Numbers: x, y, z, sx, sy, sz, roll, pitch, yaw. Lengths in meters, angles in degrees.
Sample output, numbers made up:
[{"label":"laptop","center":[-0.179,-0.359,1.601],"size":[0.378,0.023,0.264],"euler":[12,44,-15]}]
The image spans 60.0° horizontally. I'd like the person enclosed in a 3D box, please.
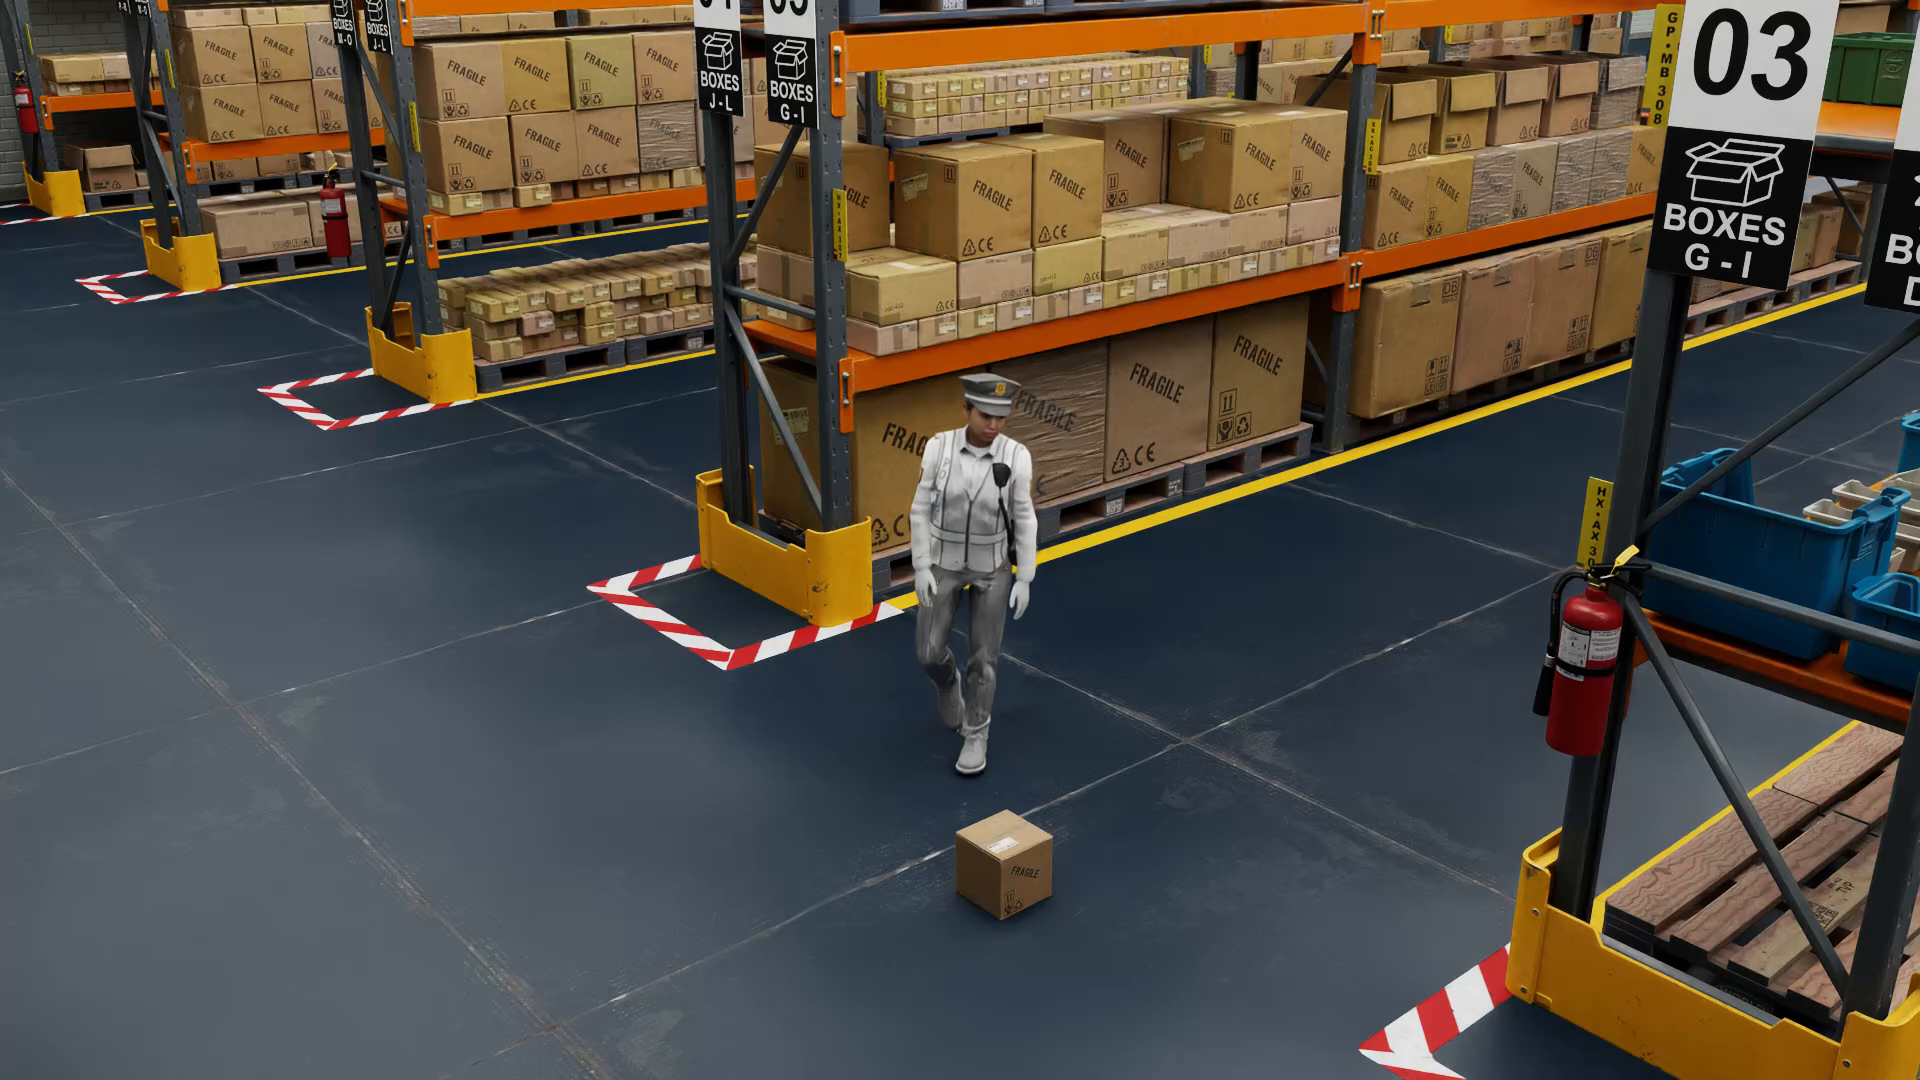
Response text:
[{"label":"person","center":[0.060,0.103,6.760],"size":[0.510,1.664,0.527],"euler":[2,21,5]}]
